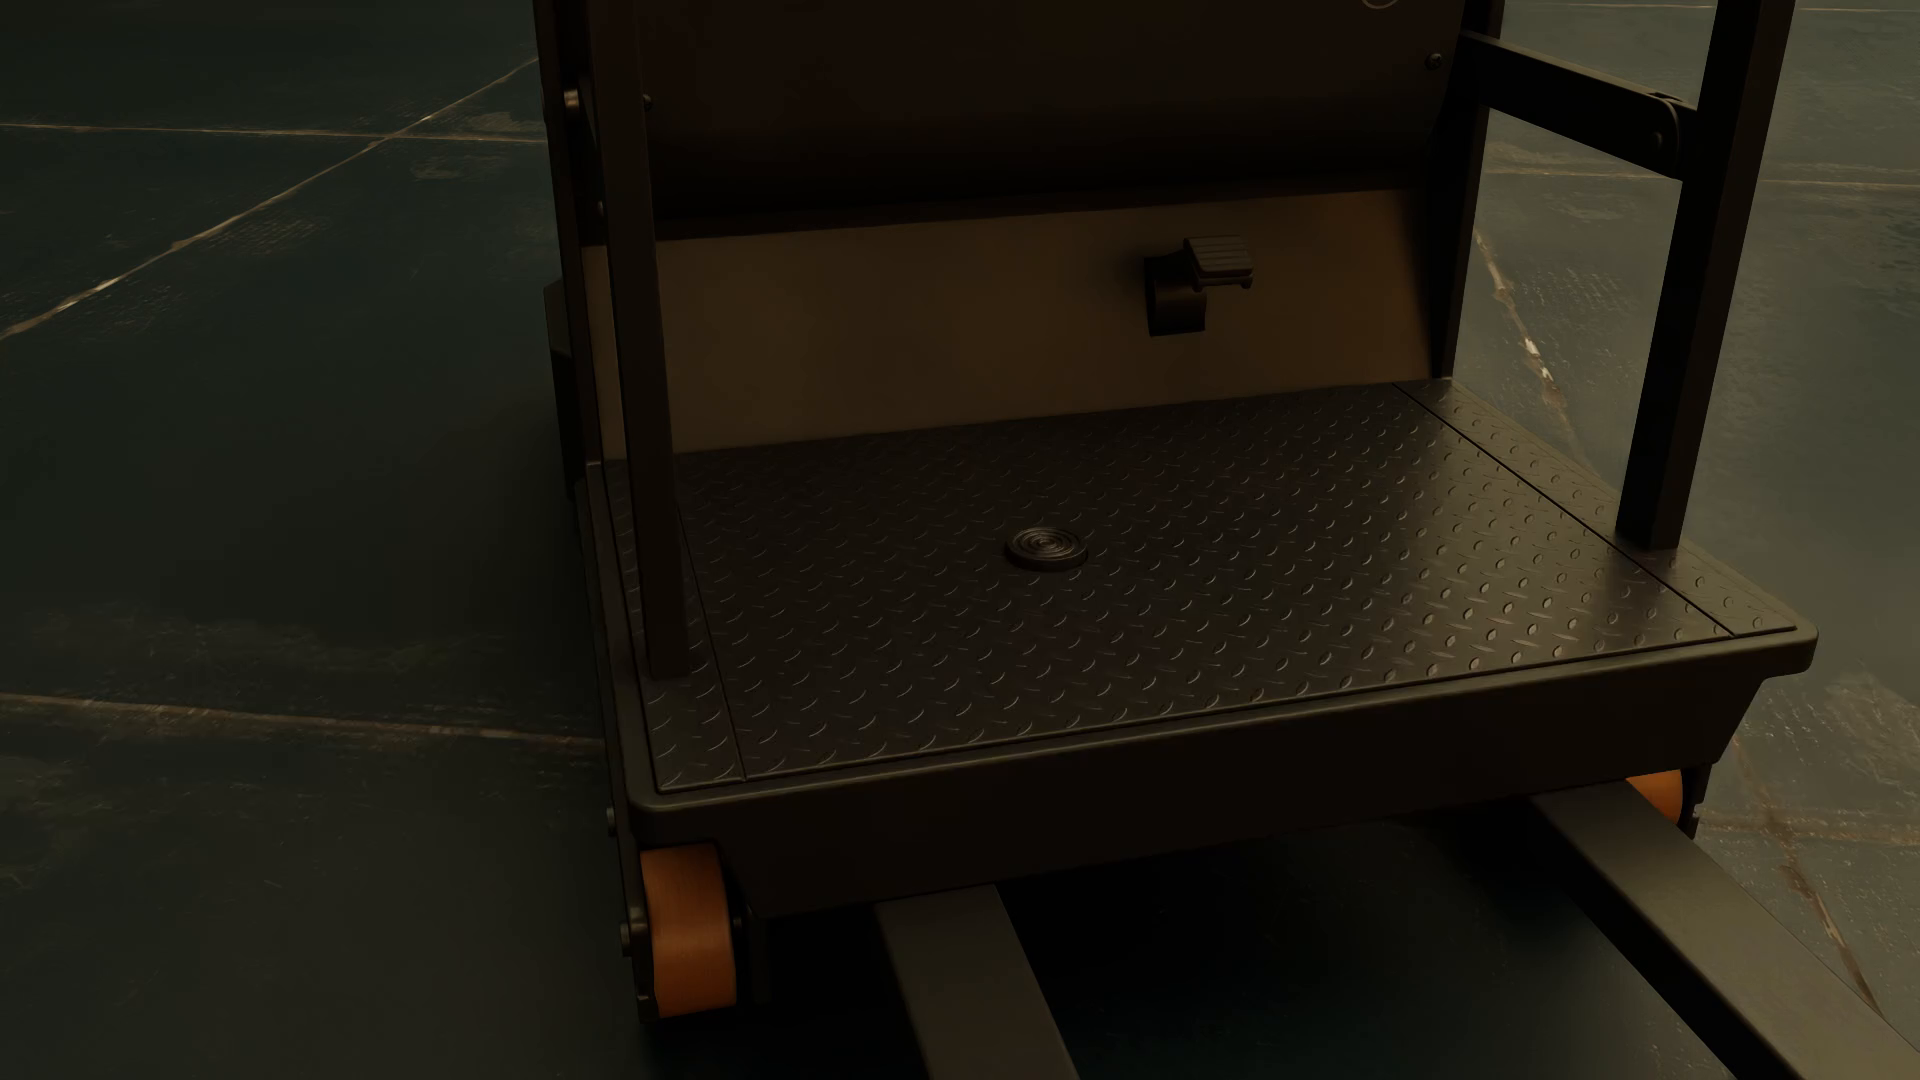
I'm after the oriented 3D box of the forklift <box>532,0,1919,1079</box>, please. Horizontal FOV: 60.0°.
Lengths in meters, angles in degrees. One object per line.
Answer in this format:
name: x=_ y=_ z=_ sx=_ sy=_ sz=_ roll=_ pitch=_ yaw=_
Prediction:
forklift: x=0.153 y=-1.049 z=1.319 sx=1.130 sy=2.935 sz=3.031 roll=-7 pitch=27 yaw=-13
